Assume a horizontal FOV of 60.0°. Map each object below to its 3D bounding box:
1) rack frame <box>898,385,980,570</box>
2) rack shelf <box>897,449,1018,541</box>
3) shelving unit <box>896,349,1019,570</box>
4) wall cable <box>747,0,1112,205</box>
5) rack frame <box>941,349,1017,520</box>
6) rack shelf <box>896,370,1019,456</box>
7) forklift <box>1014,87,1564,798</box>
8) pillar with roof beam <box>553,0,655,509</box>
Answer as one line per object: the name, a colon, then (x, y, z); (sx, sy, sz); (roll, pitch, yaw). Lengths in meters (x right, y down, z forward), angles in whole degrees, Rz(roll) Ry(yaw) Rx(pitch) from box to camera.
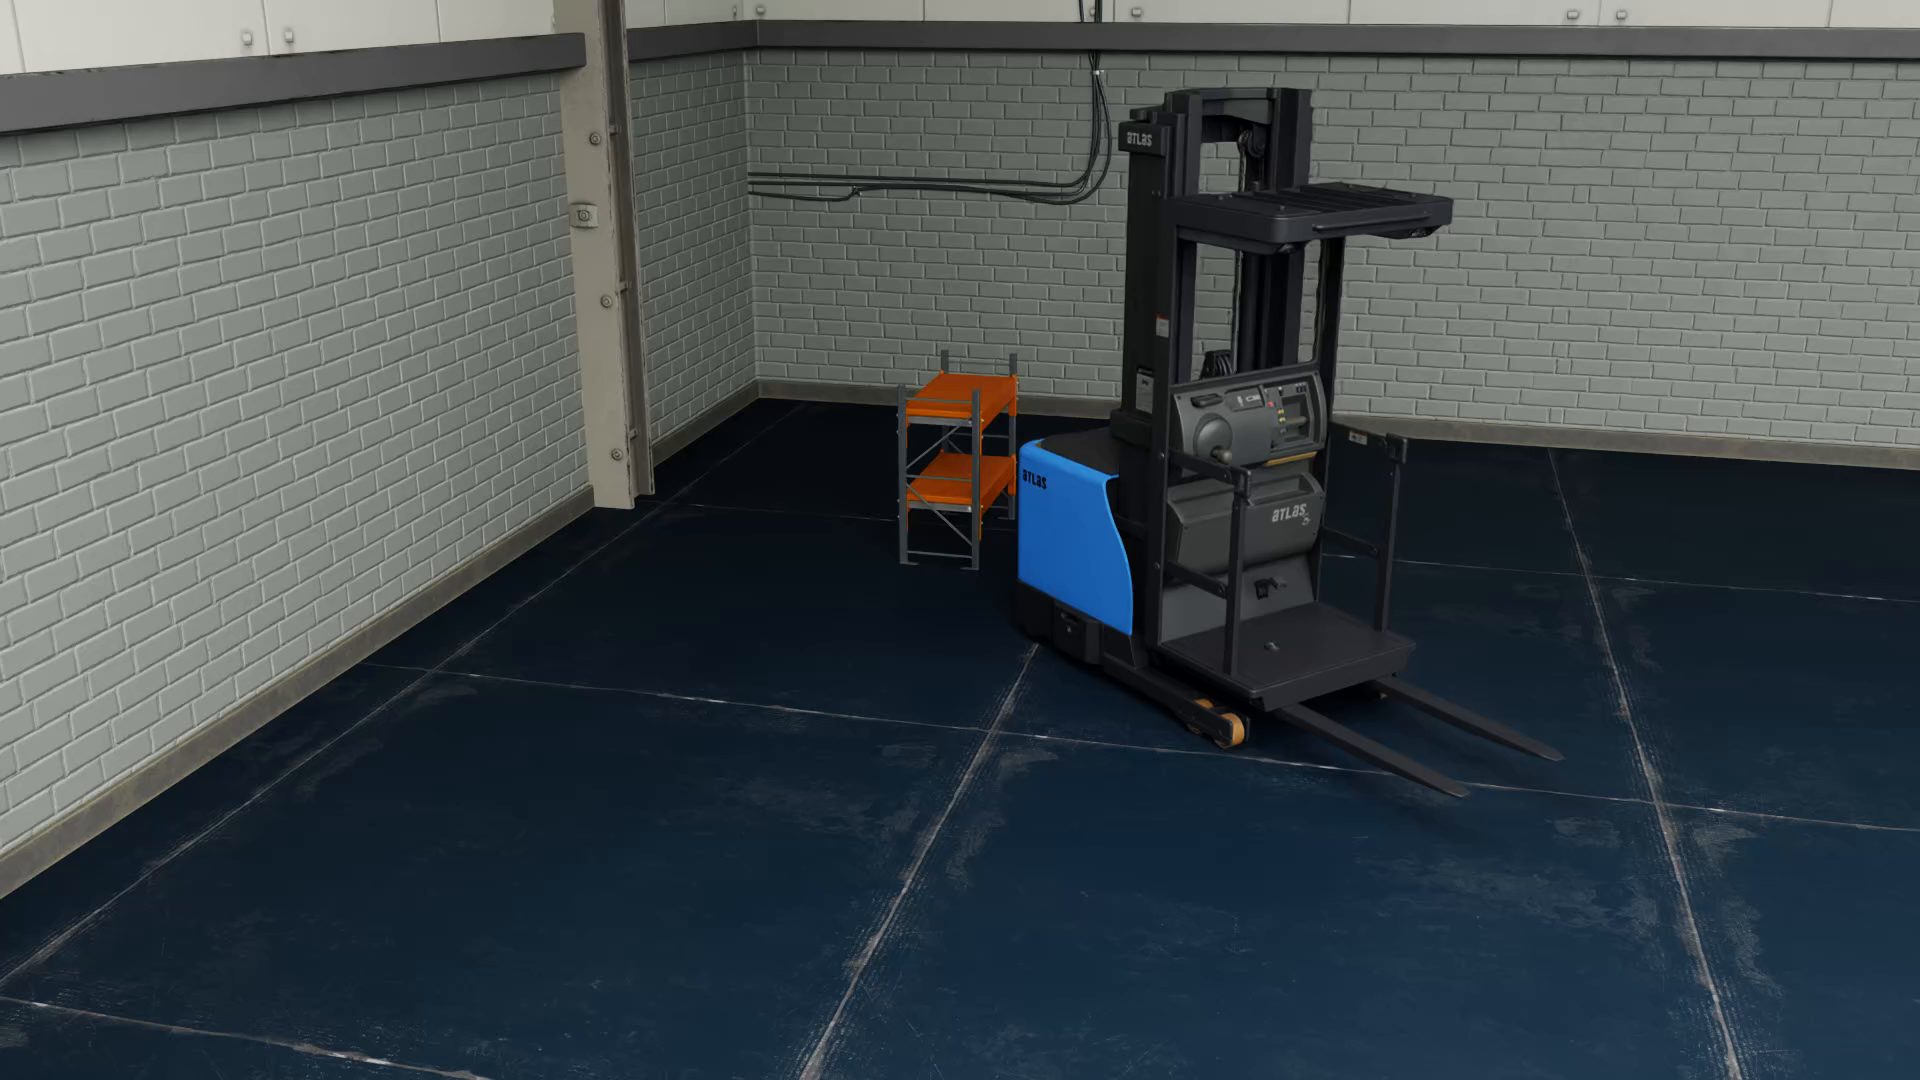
rack frame: (-0.126, -0.371, 10.033); (0.500, 1.125, 0.032); (5, 19, 13)
rack shelf: (-0.002, -0.299, 10.579); (0.538, 0.278, 1.000); (5, 19, 13)
shelving unit: (-0.002, -0.530, 10.500); (0.538, 1.125, 1.048); (5, 19, 13)
wall cable: (-0.332, -3.891, 12.960); (3.097, 2.526, 0.112); (5, 19, 13)
rack frame: (0.123, -0.690, 10.966); (0.500, 1.125, 0.032); (5, 19, 13)
rack shelf: (-0.002, -0.807, 10.405); (0.538, 0.278, 1.000); (5, 19, 13)
forklift: (1.524, -0.581, 7.854); (1.130, 2.935, 3.031); (-12, 22, -31)
pillar with roof beam: (1.841, -4.201, 9.065); (9.100, 9.000, 0.400); (5, 19, 13)
